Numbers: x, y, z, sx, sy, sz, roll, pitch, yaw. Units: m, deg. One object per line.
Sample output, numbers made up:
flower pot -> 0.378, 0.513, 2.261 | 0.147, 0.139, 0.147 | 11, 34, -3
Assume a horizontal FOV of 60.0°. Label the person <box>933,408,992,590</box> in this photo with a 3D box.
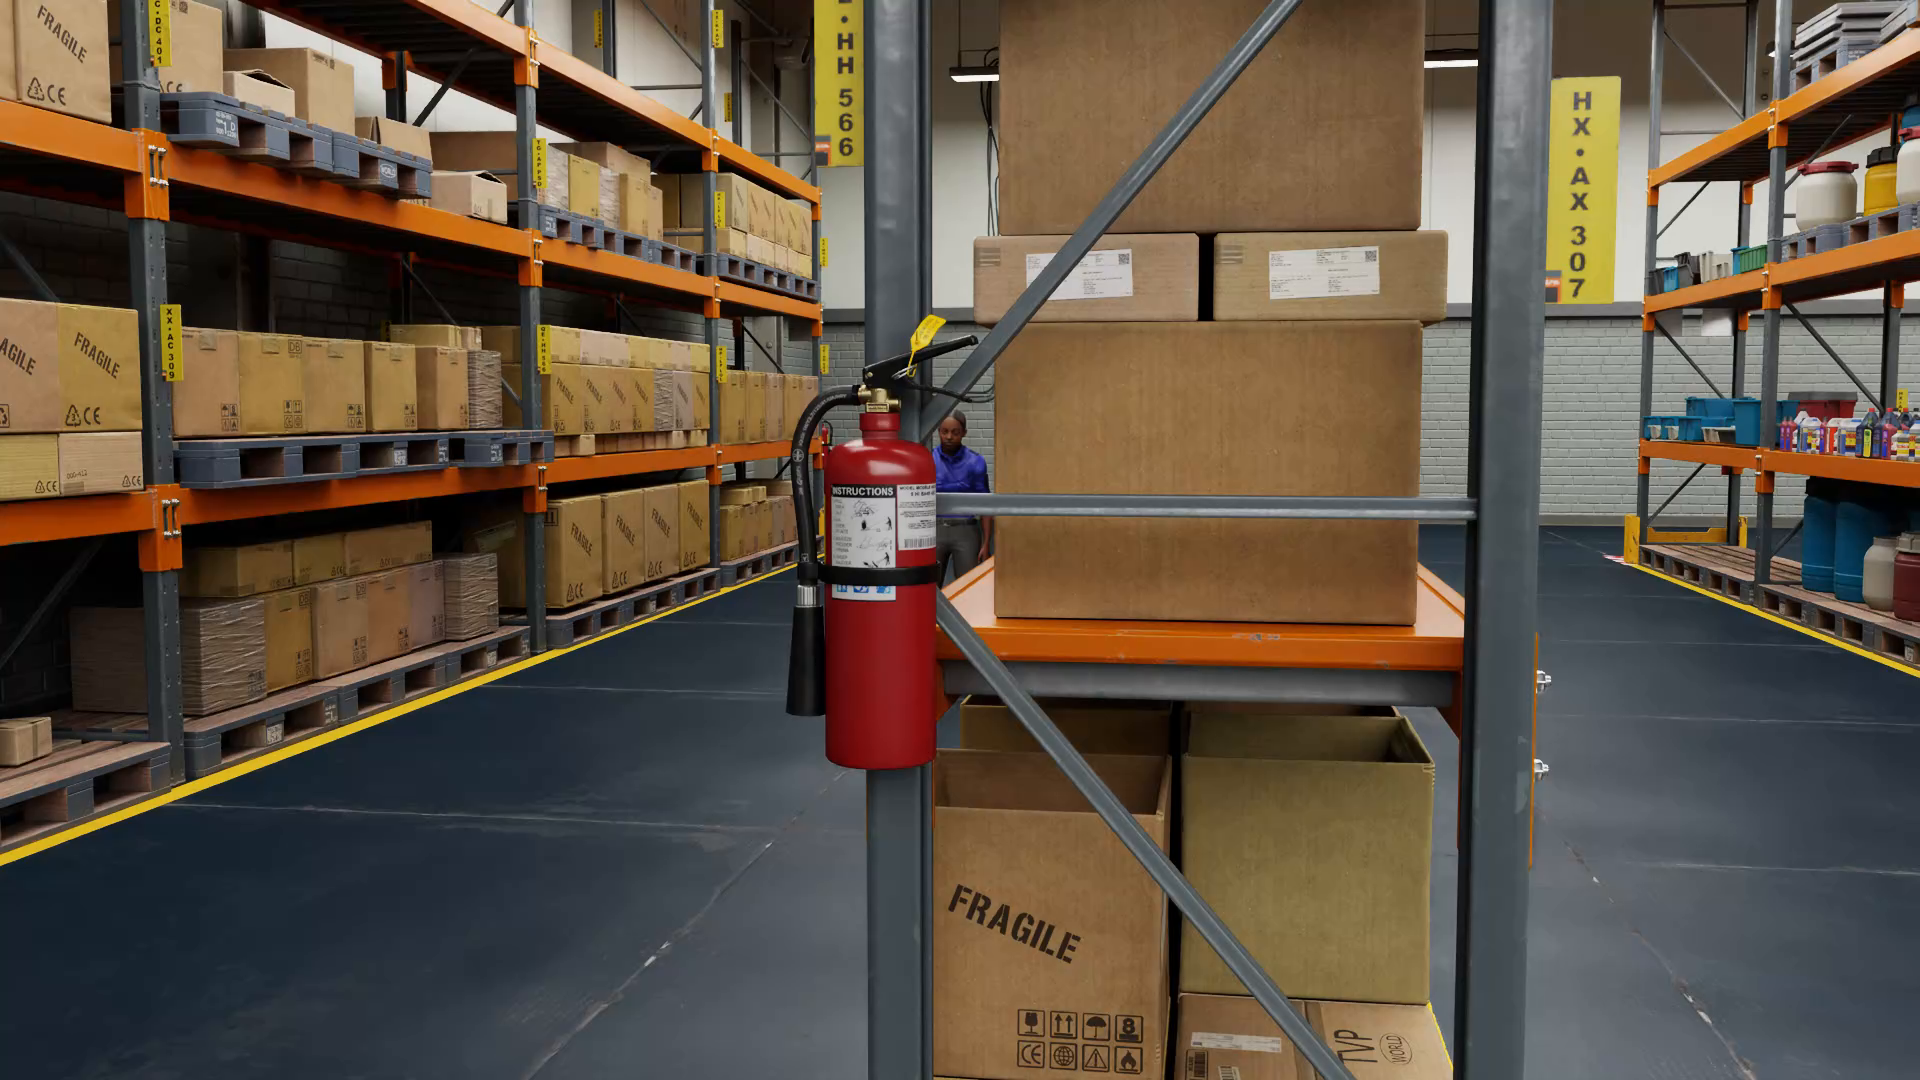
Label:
person -> -0.065, 0.035, 9.993 | 0.514, 1.654, 0.352 | 1, 5, 8
